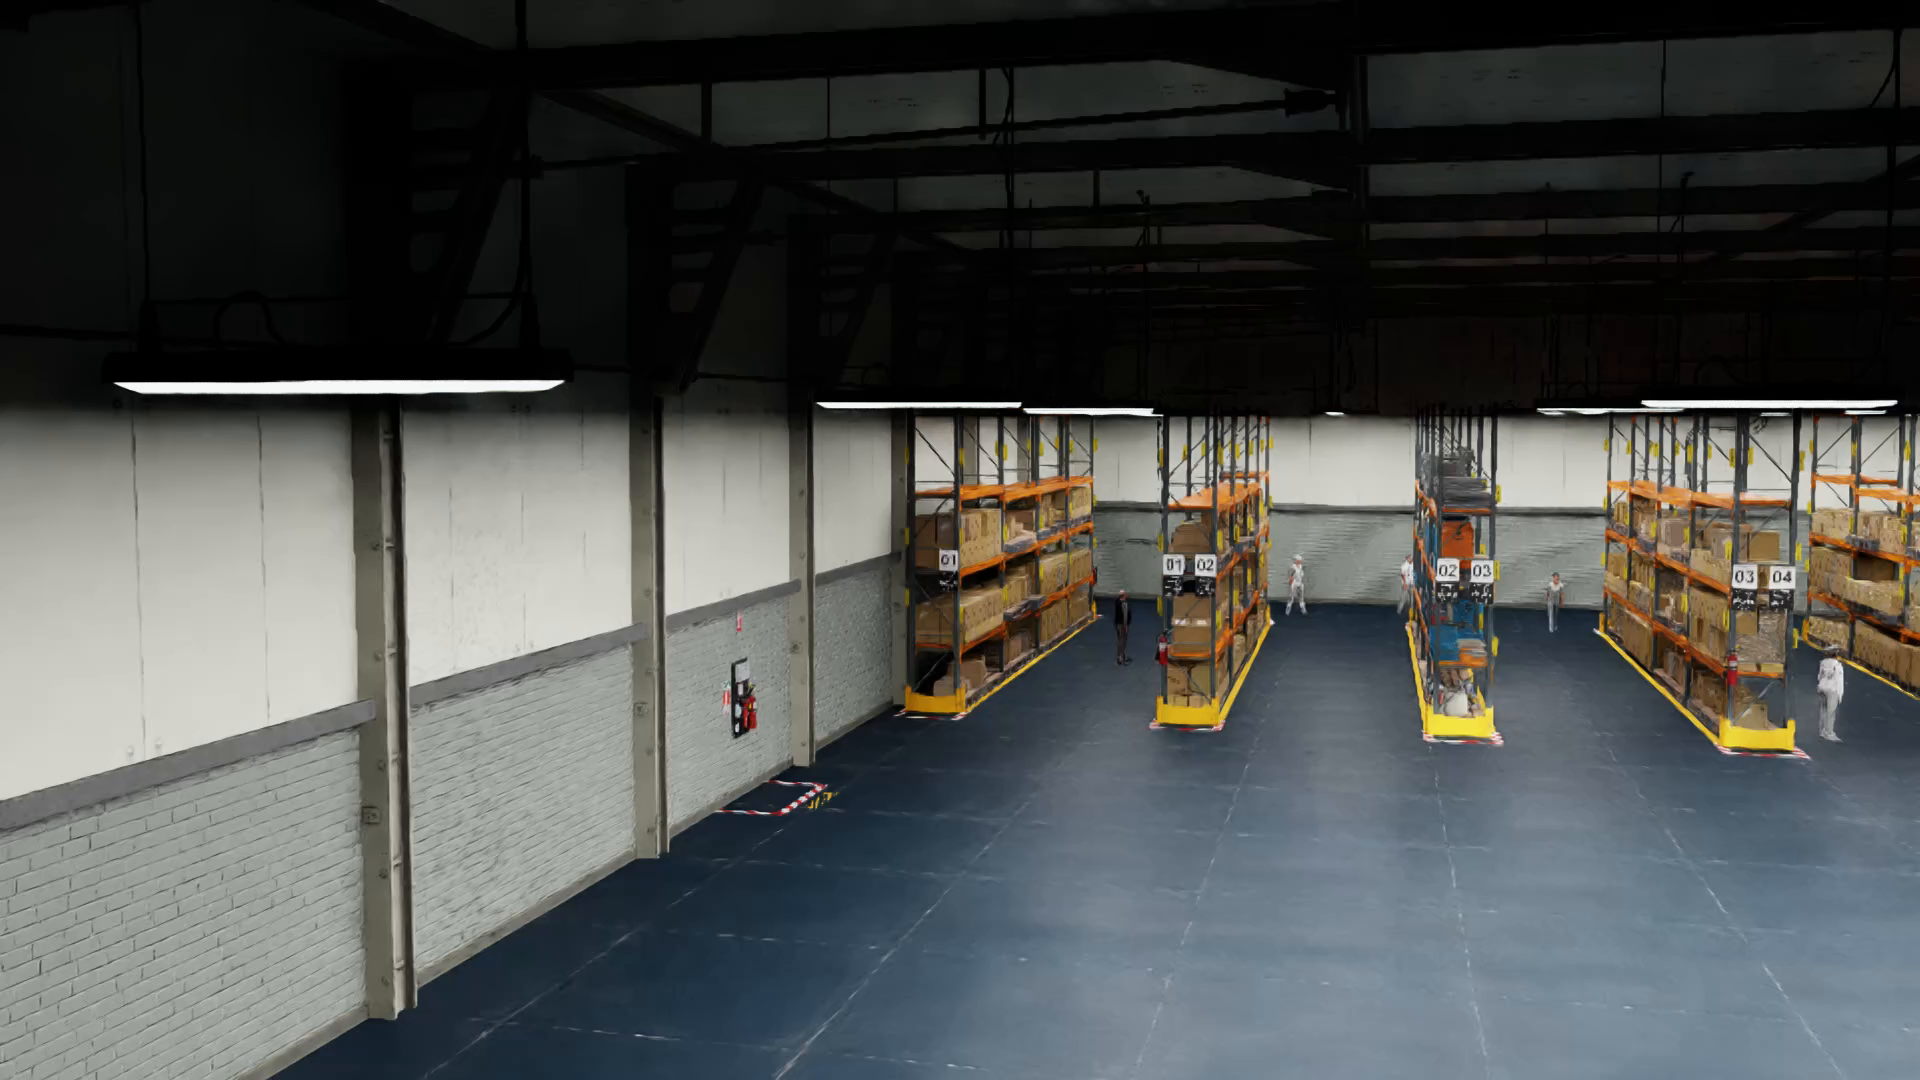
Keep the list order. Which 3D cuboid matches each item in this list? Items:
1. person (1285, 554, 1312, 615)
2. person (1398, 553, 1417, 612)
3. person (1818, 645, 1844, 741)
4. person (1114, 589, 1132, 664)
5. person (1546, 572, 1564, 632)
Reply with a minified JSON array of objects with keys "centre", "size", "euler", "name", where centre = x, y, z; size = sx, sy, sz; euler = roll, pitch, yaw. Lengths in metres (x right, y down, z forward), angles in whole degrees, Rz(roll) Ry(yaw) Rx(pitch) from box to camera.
[{"centre":[9.831,1.295,48.408],"size":[0.722,1.781,0.565],"euler":[-3,5,-37],"name":"person"},{"centre":[13.292,1.253,49.189],"size":[0.748,1.757,0.551],"euler":[-4,6,-43],"name":"person"},{"centre":[15.567,2.709,29.685],"size":[0.431,1.684,0.555],"euler":[-1,4,-16],"name":"person"},{"centre":[3.844,2.012,38.948],"size":[0.451,1.727,0.584],"euler":[-1,4,-15],"name":"person"},{"centre":[16.001,1.660,44.680],"size":[0.443,1.591,1.110],"euler":[1,4,12],"name":"person"}]
